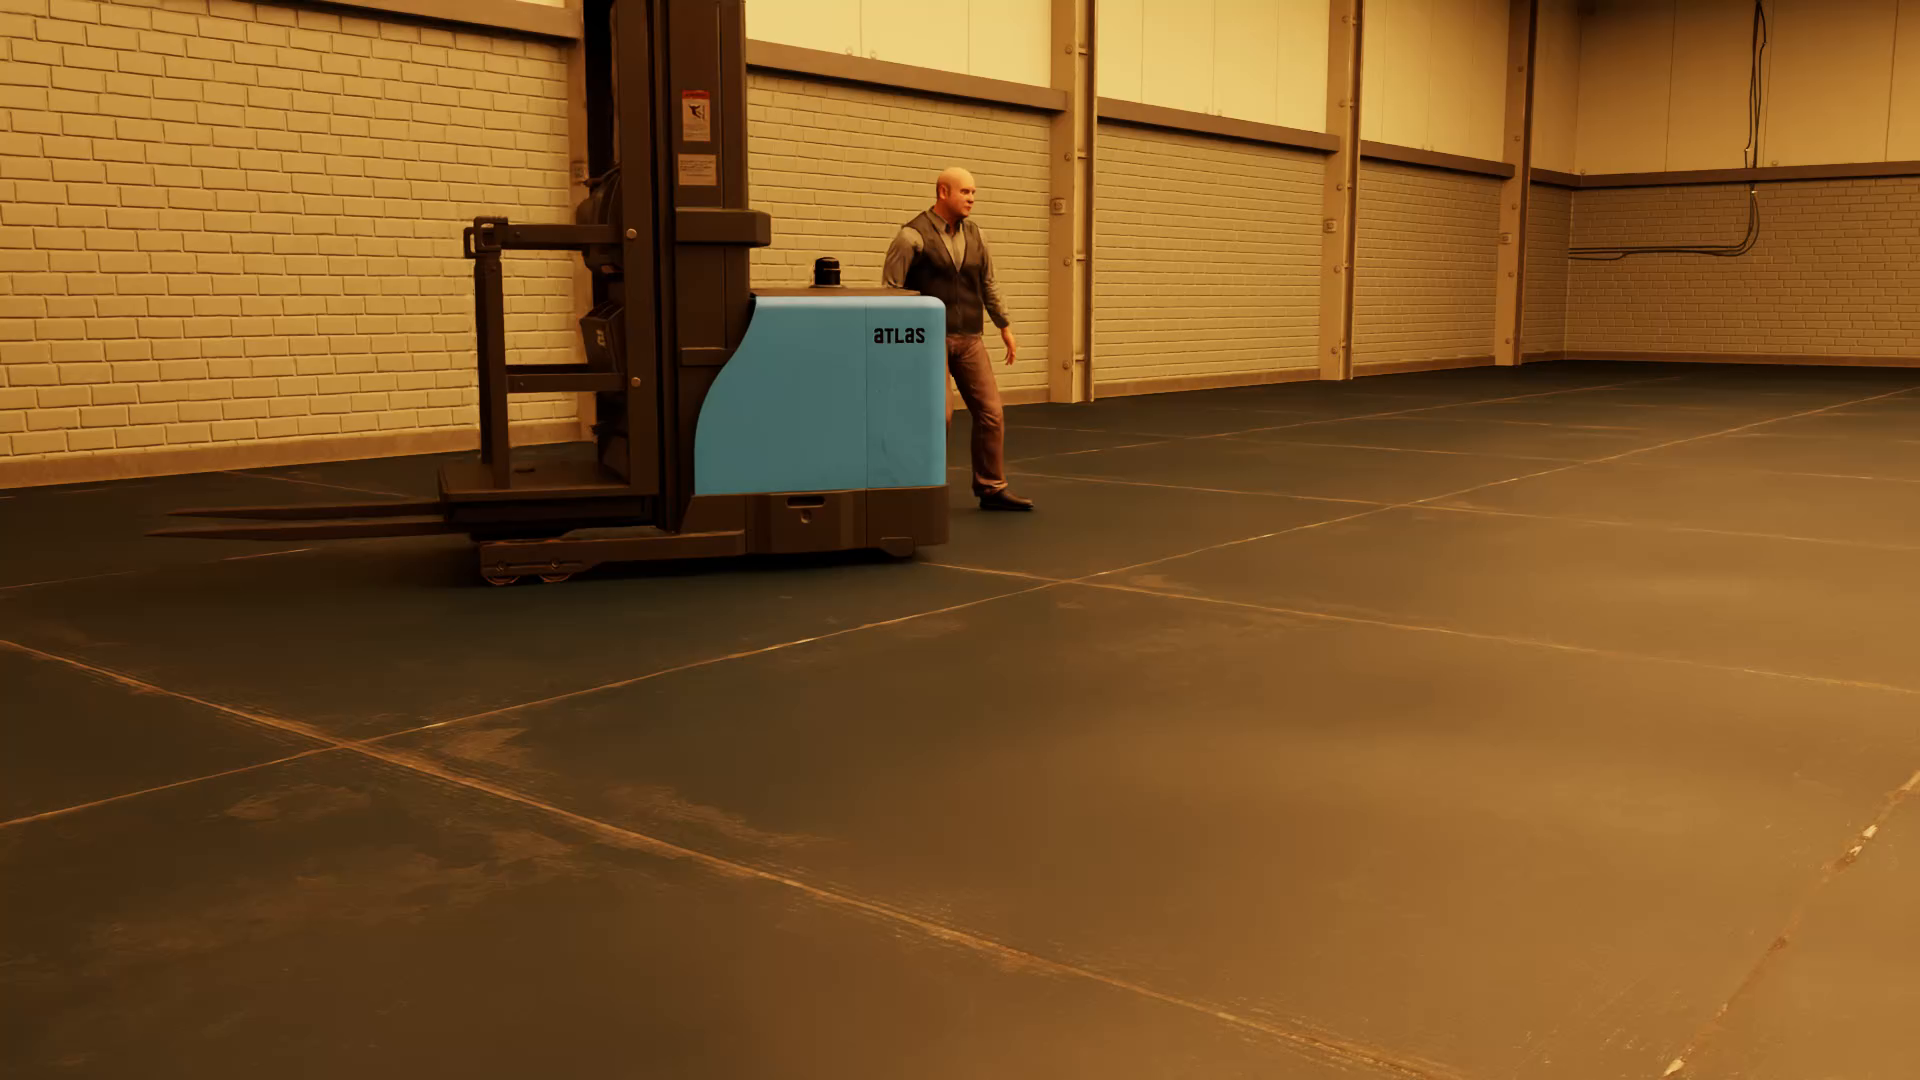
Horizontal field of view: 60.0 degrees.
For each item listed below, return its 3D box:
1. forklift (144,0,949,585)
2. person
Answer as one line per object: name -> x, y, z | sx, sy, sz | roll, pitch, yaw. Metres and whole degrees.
forklift -> -1.619, -1.365, 6.612 | 3.031, 2.935, 1.130 | -3, 9, -18
person -> -0.051, -0.978, 8.242 | 0.805, 1.693, 0.394 | -5, 10, -33
